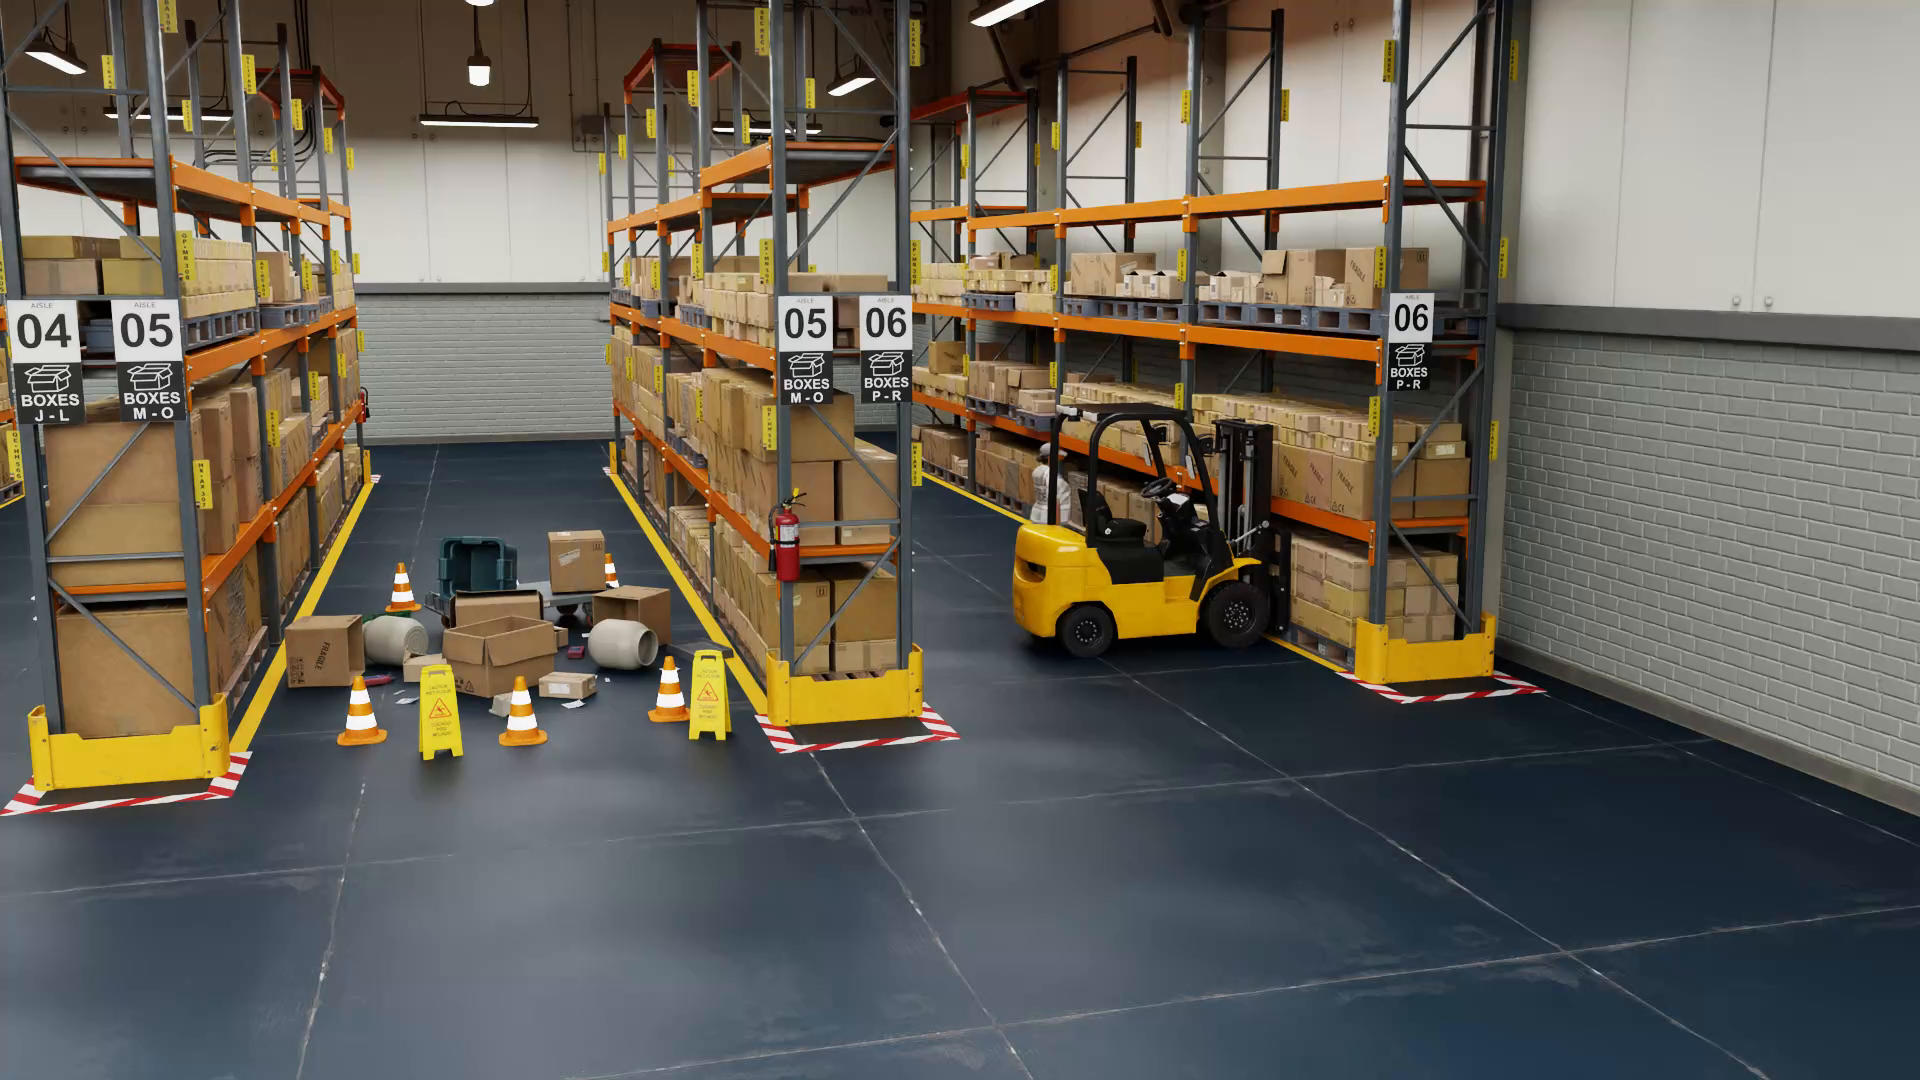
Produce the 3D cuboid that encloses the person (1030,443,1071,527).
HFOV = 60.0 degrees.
[{"bbox_3d":[0.960,-0.148,16.679,0.468,1.671,0.523,-4,10,-20],"label":"person"}]
